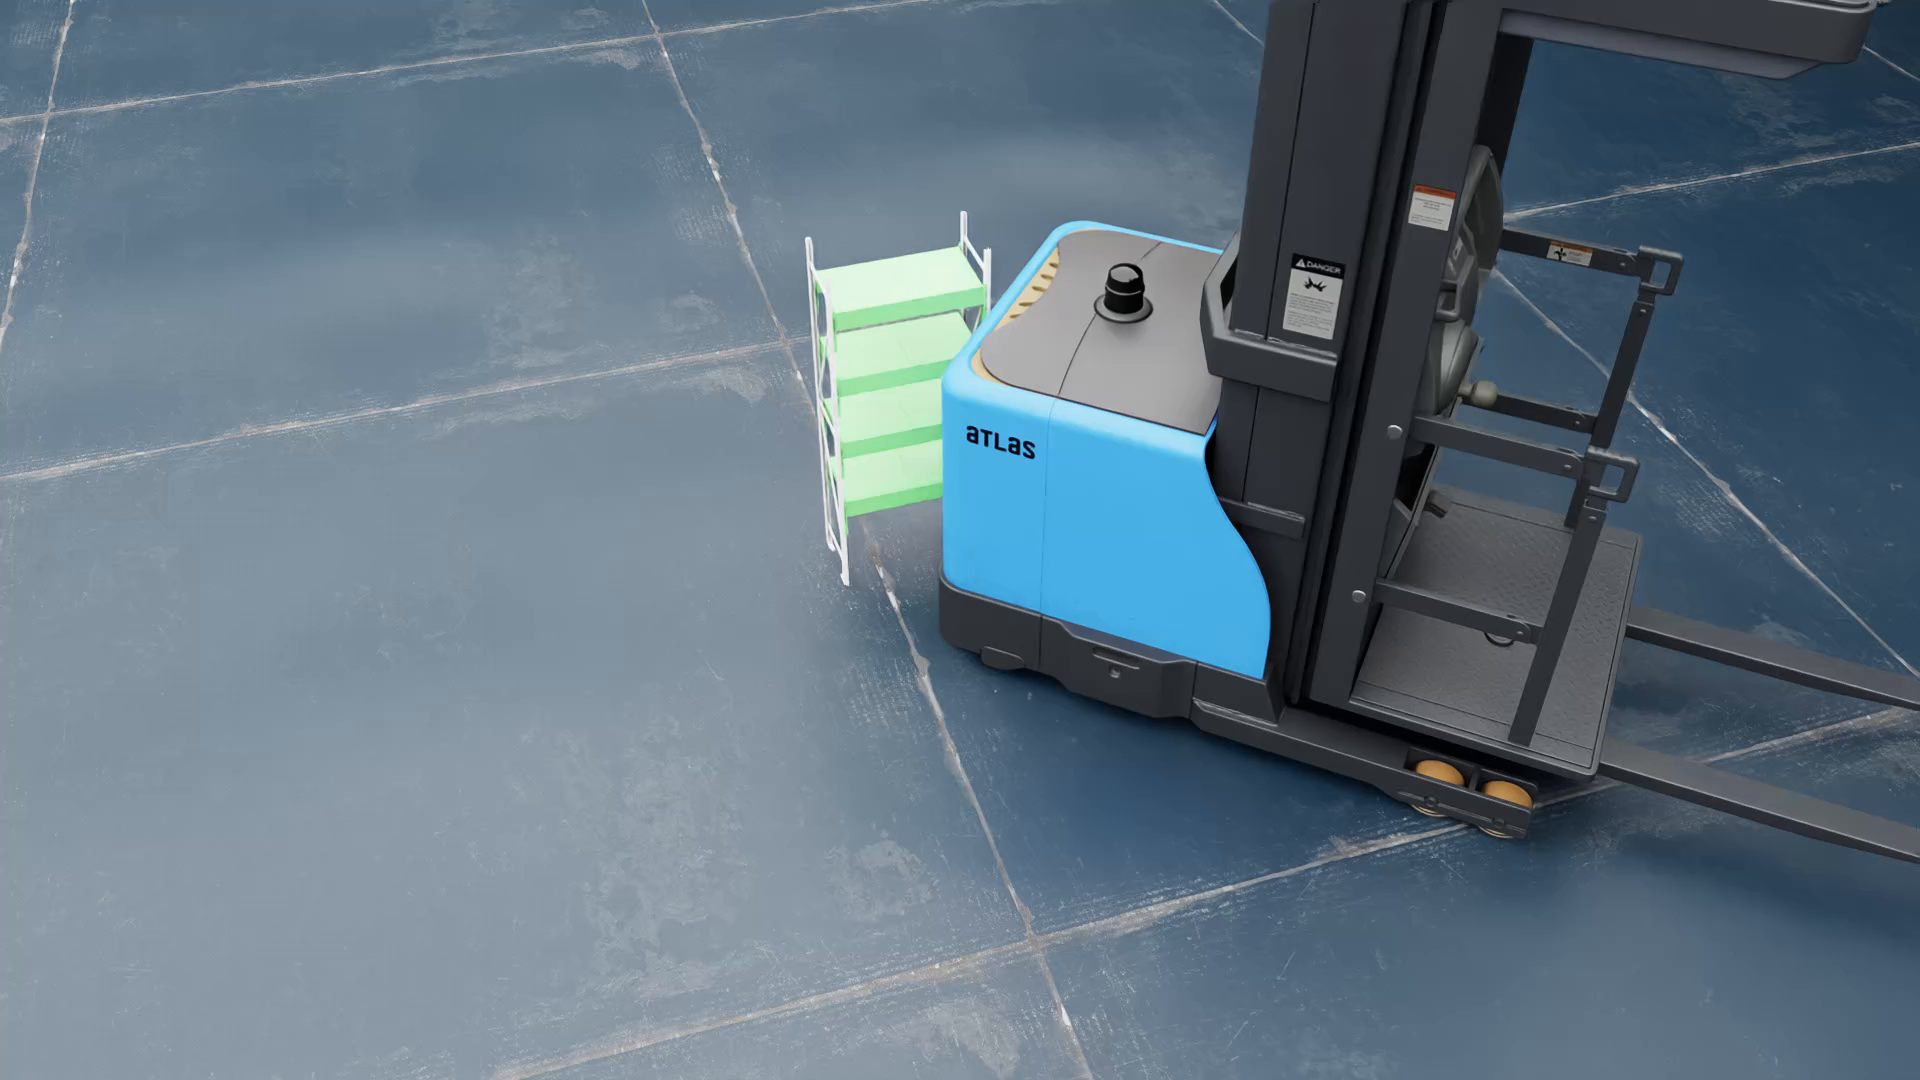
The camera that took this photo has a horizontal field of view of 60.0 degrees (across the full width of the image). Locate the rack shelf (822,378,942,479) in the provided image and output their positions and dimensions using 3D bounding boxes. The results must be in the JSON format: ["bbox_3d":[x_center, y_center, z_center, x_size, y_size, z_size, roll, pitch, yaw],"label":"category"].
[{"bbox_3d":[-0.185,-0.377,5.366,0.480,0.148,0.258,-12,43,-14],"label":"rack shelf"}]

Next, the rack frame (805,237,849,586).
[{"bbox_3d":[-0.416,-0.375,5.267,0.015,1.200,0.240,-12,43,-14],"label":"rack frame"}]

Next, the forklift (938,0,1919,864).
[{"bbox_3d":[1.496,-0.650,4.267,3.031,2.935,1.130,16,44,18],"label":"forklift"}]

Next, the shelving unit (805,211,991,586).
[{"bbox_3d":[-0.185,-0.425,5.324,0.503,1.200,0.258,-12,43,-14],"label":"shelving unit"}]

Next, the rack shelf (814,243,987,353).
[{"bbox_3d":[-0.185,-0.738,5.051,0.480,0.148,0.258,-12,43,-14],"label":"rack shelf"}]

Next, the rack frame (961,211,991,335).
[{"bbox_3d":[0.047,-0.475,5.382,0.015,1.200,0.240,-12,43,-14],"label":"rack frame"}]

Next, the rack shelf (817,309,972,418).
[{"bbox_3d":[-0.185,-0.558,5.209,0.480,0.148,0.258,-12,43,-14],"label":"rack shelf"}]

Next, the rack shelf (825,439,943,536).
[{"bbox_3d":[-0.185,-0.196,5.524,0.480,0.148,0.258,-12,43,-14],"label":"rack shelf"}]
